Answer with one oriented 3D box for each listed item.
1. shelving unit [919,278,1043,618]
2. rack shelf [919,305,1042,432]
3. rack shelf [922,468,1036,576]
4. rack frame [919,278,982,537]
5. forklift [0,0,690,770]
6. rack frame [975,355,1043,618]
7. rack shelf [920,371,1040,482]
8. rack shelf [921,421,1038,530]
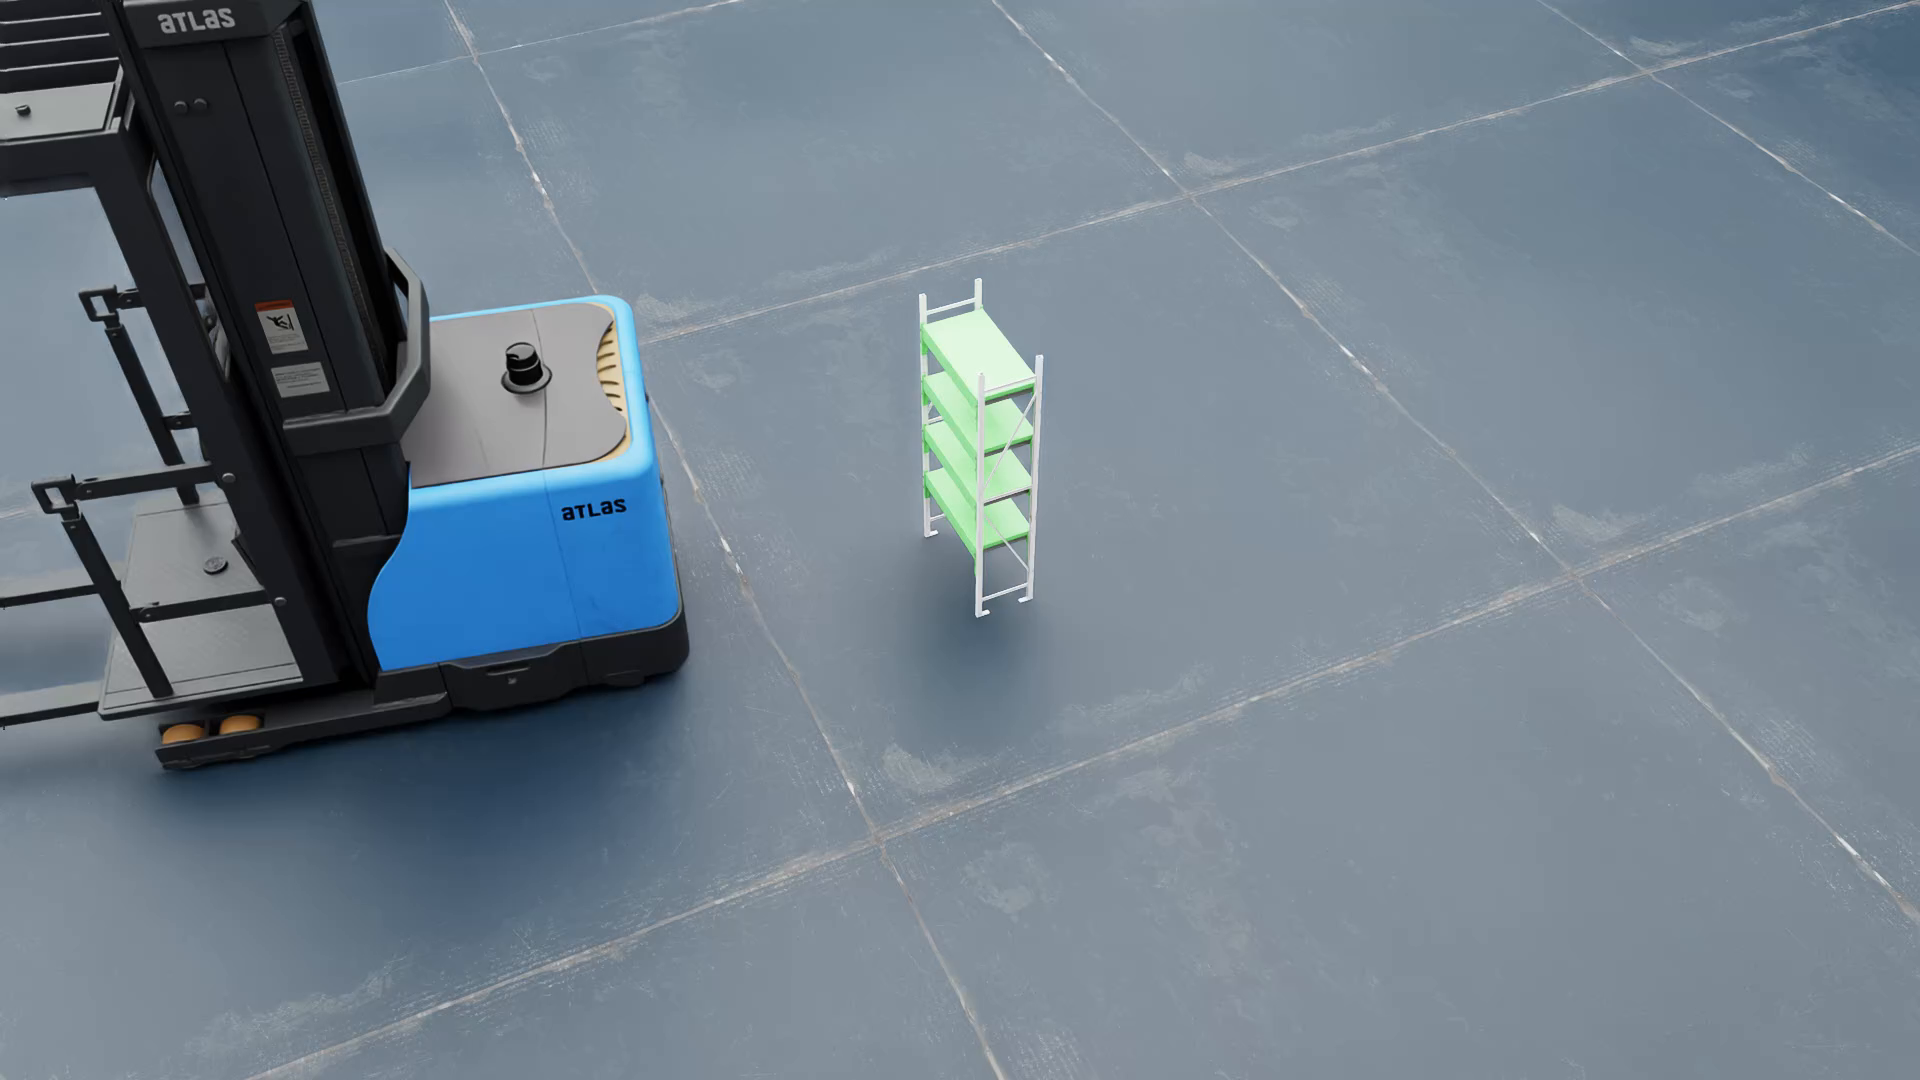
[{"bbox_3d":[0.070,-0.322,6.222,0.258,1.200,0.503,-18,47,-17],"label":"shelving unit"},{"bbox_3d":[0.070,-0.618,5.929,0.258,0.148,0.480,-18,47,-17],"label":"rack shelf"},{"bbox_3d":[0.070,-0.105,6.435,0.258,0.148,0.480,-18,47,-17],"label":"rack shelf"},{"bbox_3d":[-0.033,-0.477,6.379,0.240,1.200,0.015,-18,47,-17],"label":"rack frame"},{"bbox_3d":[-2.584,-0.640,5.312,3.031,2.935,1.130,-9,45,-9],"label":"forklift"},{"bbox_3d":[0.172,-0.166,6.064,0.240,1.200,0.015,-18,47,-17],"label":"rack frame"},{"bbox_3d":[0.070,-0.447,6.098,0.258,0.148,0.480,-18,47,-17],"label":"rack shelf"},{"bbox_3d":[0.070,-0.276,6.267,0.258,0.148,0.480,-18,47,-17],"label":"rack shelf"}]
